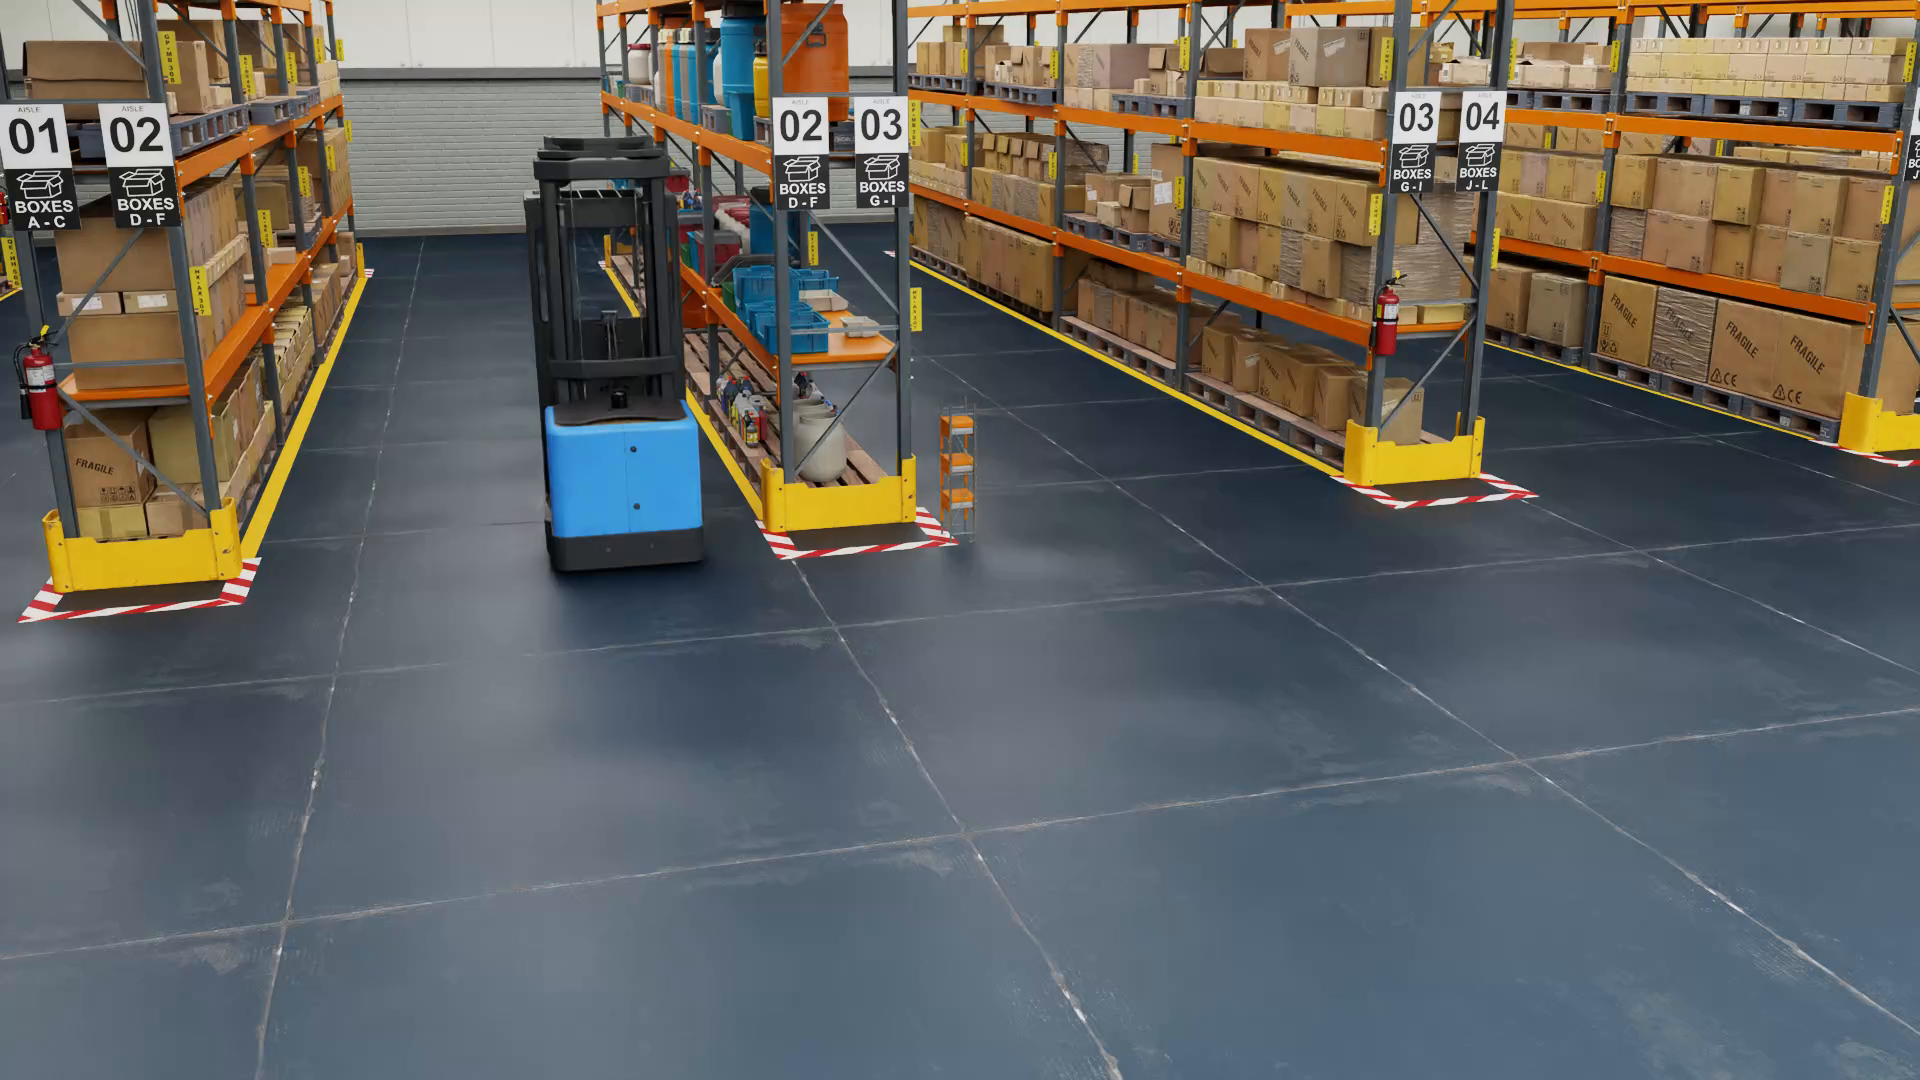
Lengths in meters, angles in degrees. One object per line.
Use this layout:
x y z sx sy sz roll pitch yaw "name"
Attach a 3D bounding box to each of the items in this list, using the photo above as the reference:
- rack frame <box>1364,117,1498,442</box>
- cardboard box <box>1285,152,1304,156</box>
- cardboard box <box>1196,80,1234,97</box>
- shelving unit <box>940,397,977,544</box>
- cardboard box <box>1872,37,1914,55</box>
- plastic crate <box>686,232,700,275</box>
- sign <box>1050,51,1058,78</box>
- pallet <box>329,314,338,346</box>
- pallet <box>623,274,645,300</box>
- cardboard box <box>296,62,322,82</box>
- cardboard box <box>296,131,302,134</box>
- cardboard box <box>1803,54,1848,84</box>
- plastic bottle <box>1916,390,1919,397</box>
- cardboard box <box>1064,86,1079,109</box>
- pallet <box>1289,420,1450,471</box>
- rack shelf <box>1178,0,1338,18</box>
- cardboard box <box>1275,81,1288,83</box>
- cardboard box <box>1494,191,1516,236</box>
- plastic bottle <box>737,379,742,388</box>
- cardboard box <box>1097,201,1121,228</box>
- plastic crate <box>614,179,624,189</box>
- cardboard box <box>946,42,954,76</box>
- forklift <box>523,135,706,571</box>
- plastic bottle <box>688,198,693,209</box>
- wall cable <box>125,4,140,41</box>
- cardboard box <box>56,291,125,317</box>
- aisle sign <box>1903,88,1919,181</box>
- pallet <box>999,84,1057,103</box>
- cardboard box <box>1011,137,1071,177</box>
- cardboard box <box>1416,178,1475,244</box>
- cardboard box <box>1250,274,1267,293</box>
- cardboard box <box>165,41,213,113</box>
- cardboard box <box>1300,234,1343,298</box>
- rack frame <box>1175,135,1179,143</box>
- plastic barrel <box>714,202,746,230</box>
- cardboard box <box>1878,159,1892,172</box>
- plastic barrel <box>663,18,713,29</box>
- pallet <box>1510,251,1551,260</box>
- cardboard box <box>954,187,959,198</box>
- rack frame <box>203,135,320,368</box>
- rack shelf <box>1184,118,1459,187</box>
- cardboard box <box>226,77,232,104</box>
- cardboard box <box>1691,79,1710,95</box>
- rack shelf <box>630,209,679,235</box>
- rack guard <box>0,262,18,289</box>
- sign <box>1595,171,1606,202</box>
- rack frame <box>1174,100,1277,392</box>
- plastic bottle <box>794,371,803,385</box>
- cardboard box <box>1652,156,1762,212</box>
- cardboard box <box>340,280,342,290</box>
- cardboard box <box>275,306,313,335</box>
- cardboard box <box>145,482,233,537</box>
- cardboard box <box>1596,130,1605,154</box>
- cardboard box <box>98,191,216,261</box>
3.893 -1.958 13.755 1.000 3.000 0.127 -5 17 -15 "rack frame"
5.140 -5.785 25.169 0.380 0.149 0.250 -4 17 -14 "cardboard box"
2.586 -4.505 16.591 0.380 0.149 0.250 -5 17 -17 "cardboard box"
-0.014 -0.518 12.350 0.215 1.050 0.252 -5 17 -15 "shelving unit"
8.271 -4.335 14.603 0.380 0.149 0.250 -5 17 -15 "cardboard box"
-2.571 -2.945 17.071 0.392 0.384 0.575 -5 17 -15 "plastic crate"
1.158 -5.851 20.466 0.100 0.325 0.005 -5 17 -15 "sign"
-8.332 -2.599 20.738 1.003 0.211 1.213 -5 17 -15 "pallet"
-4.407 -3.750 24.569 1.003 0.211 1.213 -5 17 -15 "pallet"
-8.826 -6.253 22.232 0.500 0.250 0.500 -5 17 -15 "cardboard box"
-9.878 -5.701 24.307 0.500 0.500 0.500 -4 17 -14 "cardboard box"
8.150 -4.330 15.278 0.500 0.250 0.500 -5 17 -15 "cardboard box"
9.975 -1.569 17.569 0.133 0.061 0.283 -12 20 -34 "plastic bottle"
1.579 -5.385 20.212 0.500 0.250 0.500 -4 17 -14 "cardboard box"
3.682 -0.871 14.983 1.003 0.211 1.213 -5 17 -15 "pallet"
4.842 -8.721 27.100 1.077 0.370 4.000 -5 17 -15 "rack shelf"
3.298 -4.409 16.269 0.380 0.149 0.250 -6 18 -18 "cardboard box"
6.770 -4.019 20.444 0.500 0.500 0.500 -5 17 -16 "cardboard box"
-2.085 -1.381 15.791 0.061 0.283 0.133 -5 17 -15 "plastic bottle"
1.934 -3.818 19.479 0.500 0.250 0.500 -5 17 -17 "cardboard box"
-5.071 -5.399 25.397 0.416 0.233 0.300 -5 17 -15 "plastic crate"
0.178 -7.371 25.486 0.700 0.500 0.500 -4 17 -12 "cardboard box"
-2.669 -1.572 12.590 1.130 2.935 3.031 -4 17 -14 "forklift"
-3.587 -4.447 22.267 0.097 0.271 0.097 0 17 0 "plastic bottle"
-16.003 -8.187 29.463 3.097 2.526 0.112 -5 17 -15 "wall cable"
-5.922 -1.625 11.345 0.380 0.149 0.250 -5 17 -16 "cardboard box"
8.420 -3.523 14.449 0.394 0.787 0.004 -5 17 -15 "aisle sign"
1.156 -6.000 22.325 1.003 0.211 1.213 -4 17 -13 "pallet"
1.142 -5.268 22.857 0.797 0.503 0.637 -4 17 -13 "cardboard box"
4.003 -2.800 14.132 0.500 0.500 0.500 -5 17 -15 "cardboard box"
2.988 -2.447 15.819 0.380 0.149 0.250 -5 17 -15 "cardboard box"
-5.827 -3.409 12.226 0.500 0.500 0.500 -5 17 -15 "cardboard box"
3.515 -2.431 14.640 0.875 0.500 0.500 -5 17 -15 "cardboard box"
4.292 -6.747 29.701 1.000 3.000 0.127 -5 17 -15 "rack frame"
-2.580 -3.565 18.911 0.421 0.512 0.421 0 17 0 "plastic barrel"
11.837 -4.486 20.750 0.500 0.500 0.500 -5 17 -15 "cardboard box"
-3.221 -5.779 19.788 0.600 0.830 0.708 -5 17 -15 "plastic barrel"
9.989 -4.941 28.535 1.003 0.211 1.213 -5 17 -15 "pallet"
0.125 -5.286 25.273 0.380 0.149 0.250 -4 17 -14 "cardboard box"
-7.832 -3.388 18.518 1.000 3.000 0.127 -5 17 -15 "rack frame"
3.343 -3.603 15.268 1.077 0.370 4.000 -5 17 -15 "rack shelf"
-7.046 -4.171 15.439 0.500 0.250 0.500 -6 18 -21 "cardboard box"
7.645 -4.585 16.819 0.380 0.149 0.250 -5 17 -16 "cardboard box"
-3.618 -3.988 21.763 1.077 0.370 4.000 -5 17 -15 "rack shelf"
-14.799 -4.018 24.959 1.175 0.500 0.348 -5 17 -15 "rack guard"
7.071 -3.899 18.344 0.100 0.325 0.005 -5 17 -15 "sign"
2.793 -3.064 17.438 1.000 3.000 0.127 -5 17 -15 "rack frame"
-1.515 -1.459 15.935 0.144 0.351 0.185 -5 17 -17 "plastic bottle"
7.921 -3.769 17.649 0.875 0.550 0.550 -5 17 -15 "cardboard box"
-8.838 -3.551 22.968 0.500 0.311 0.500 -5 17 -15 "cardboard box"
-7.451 -2.416 18.355 0.500 0.311 0.500 -4 17 -14 "cardboard box"
-5.567 -0.226 12.038 0.500 0.250 0.500 -5 17 -15 "cardboard box"
10.270 -6.165 25.851 0.500 0.500 0.500 -5 17 -17 "cardboard box"
-6.191 -2.412 12.840 0.700 0.500 0.500 -5 17 -15 "cardboard box"
